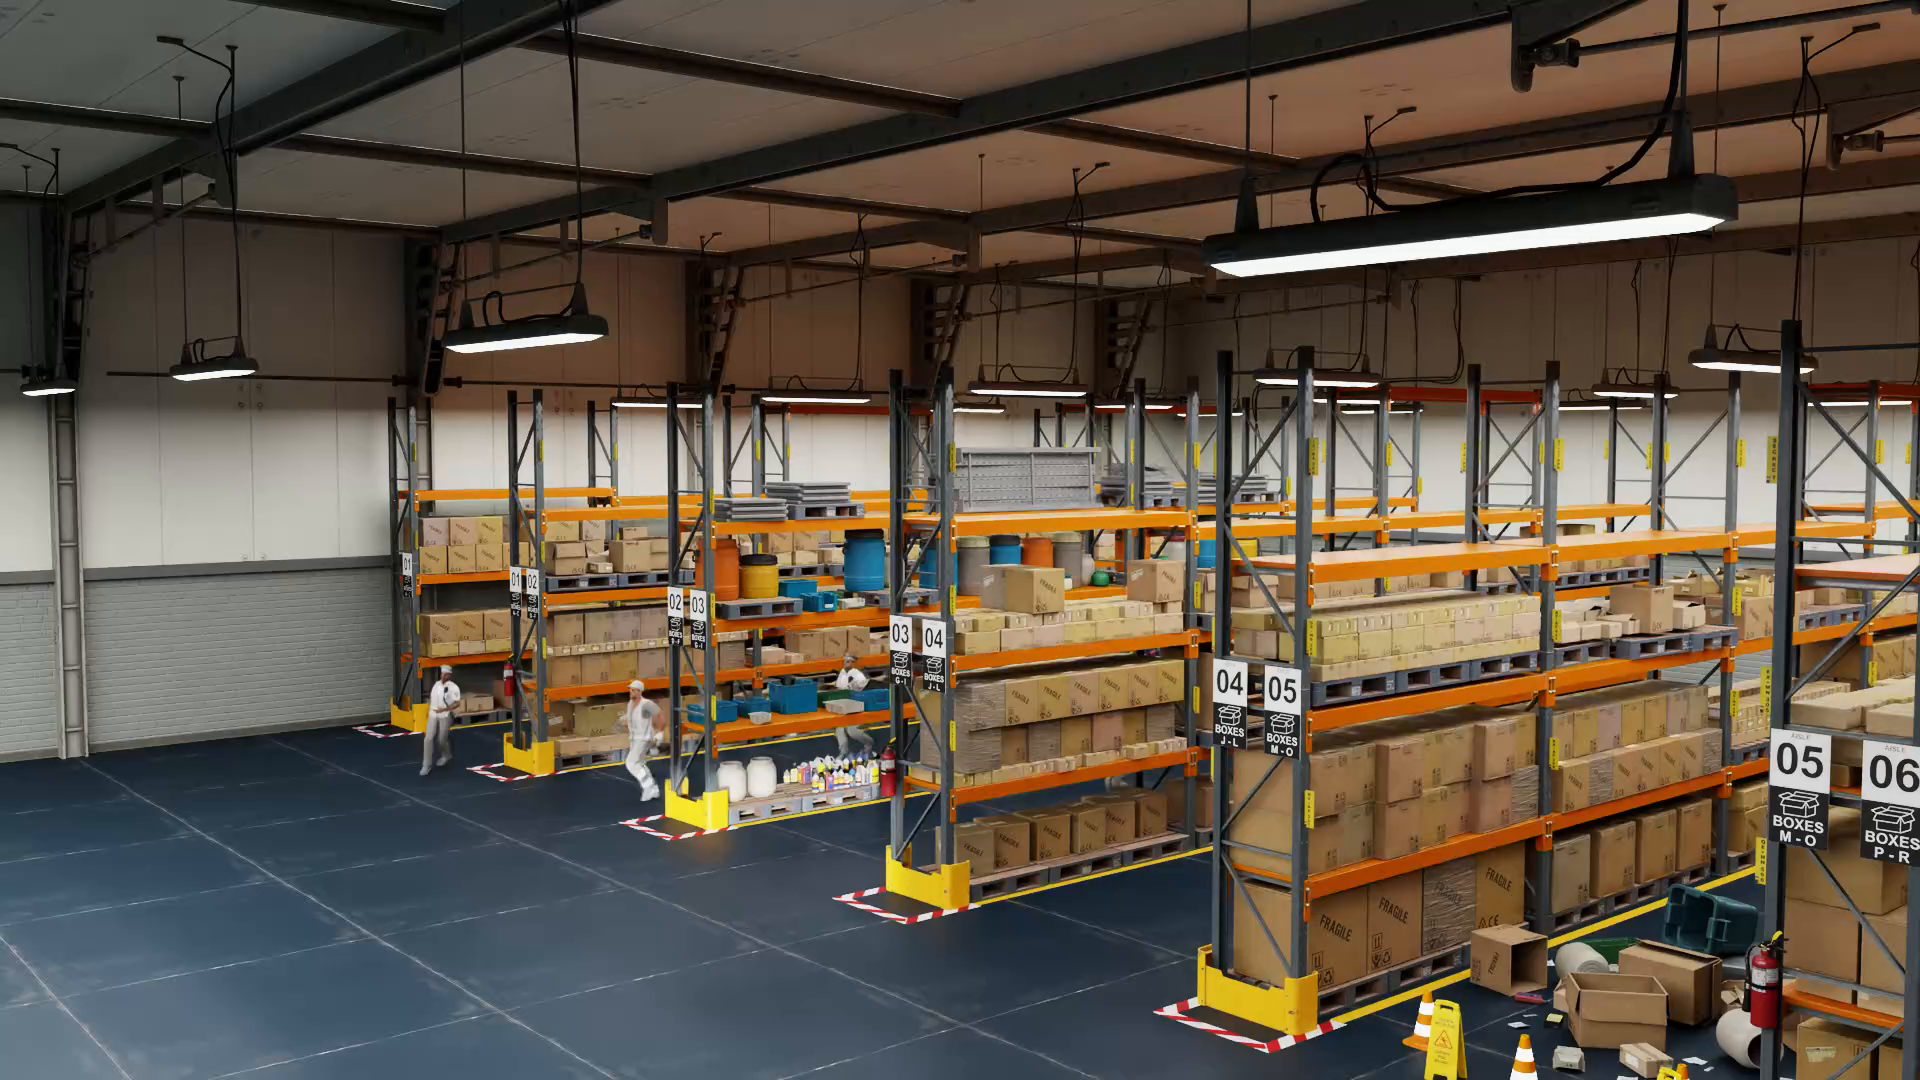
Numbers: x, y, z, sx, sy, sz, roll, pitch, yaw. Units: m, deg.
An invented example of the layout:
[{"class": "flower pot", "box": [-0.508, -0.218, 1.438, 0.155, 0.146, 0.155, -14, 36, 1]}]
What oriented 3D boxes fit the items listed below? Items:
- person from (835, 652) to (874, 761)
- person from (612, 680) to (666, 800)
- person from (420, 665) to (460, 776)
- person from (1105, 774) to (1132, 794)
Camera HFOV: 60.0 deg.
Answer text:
[{"class": "person", "box": [-1.779, 2.708, 27.109, 0.671, 1.770, 0.774, 3, 4, 41]}, {"class": "person", "box": [-4.625, 2.887, 23.924, 0.686, 1.739, 0.677, -3, 5, -44]}, {"class": "person", "box": [-8.134, 2.798, 26.096, 0.608, 1.689, 0.862, 1, 3, 9]}, {"class": "person", "box": [2.150, 2.992, 23.043, 0.569, 1.649, 0.518, -3, 5, -43]}]
